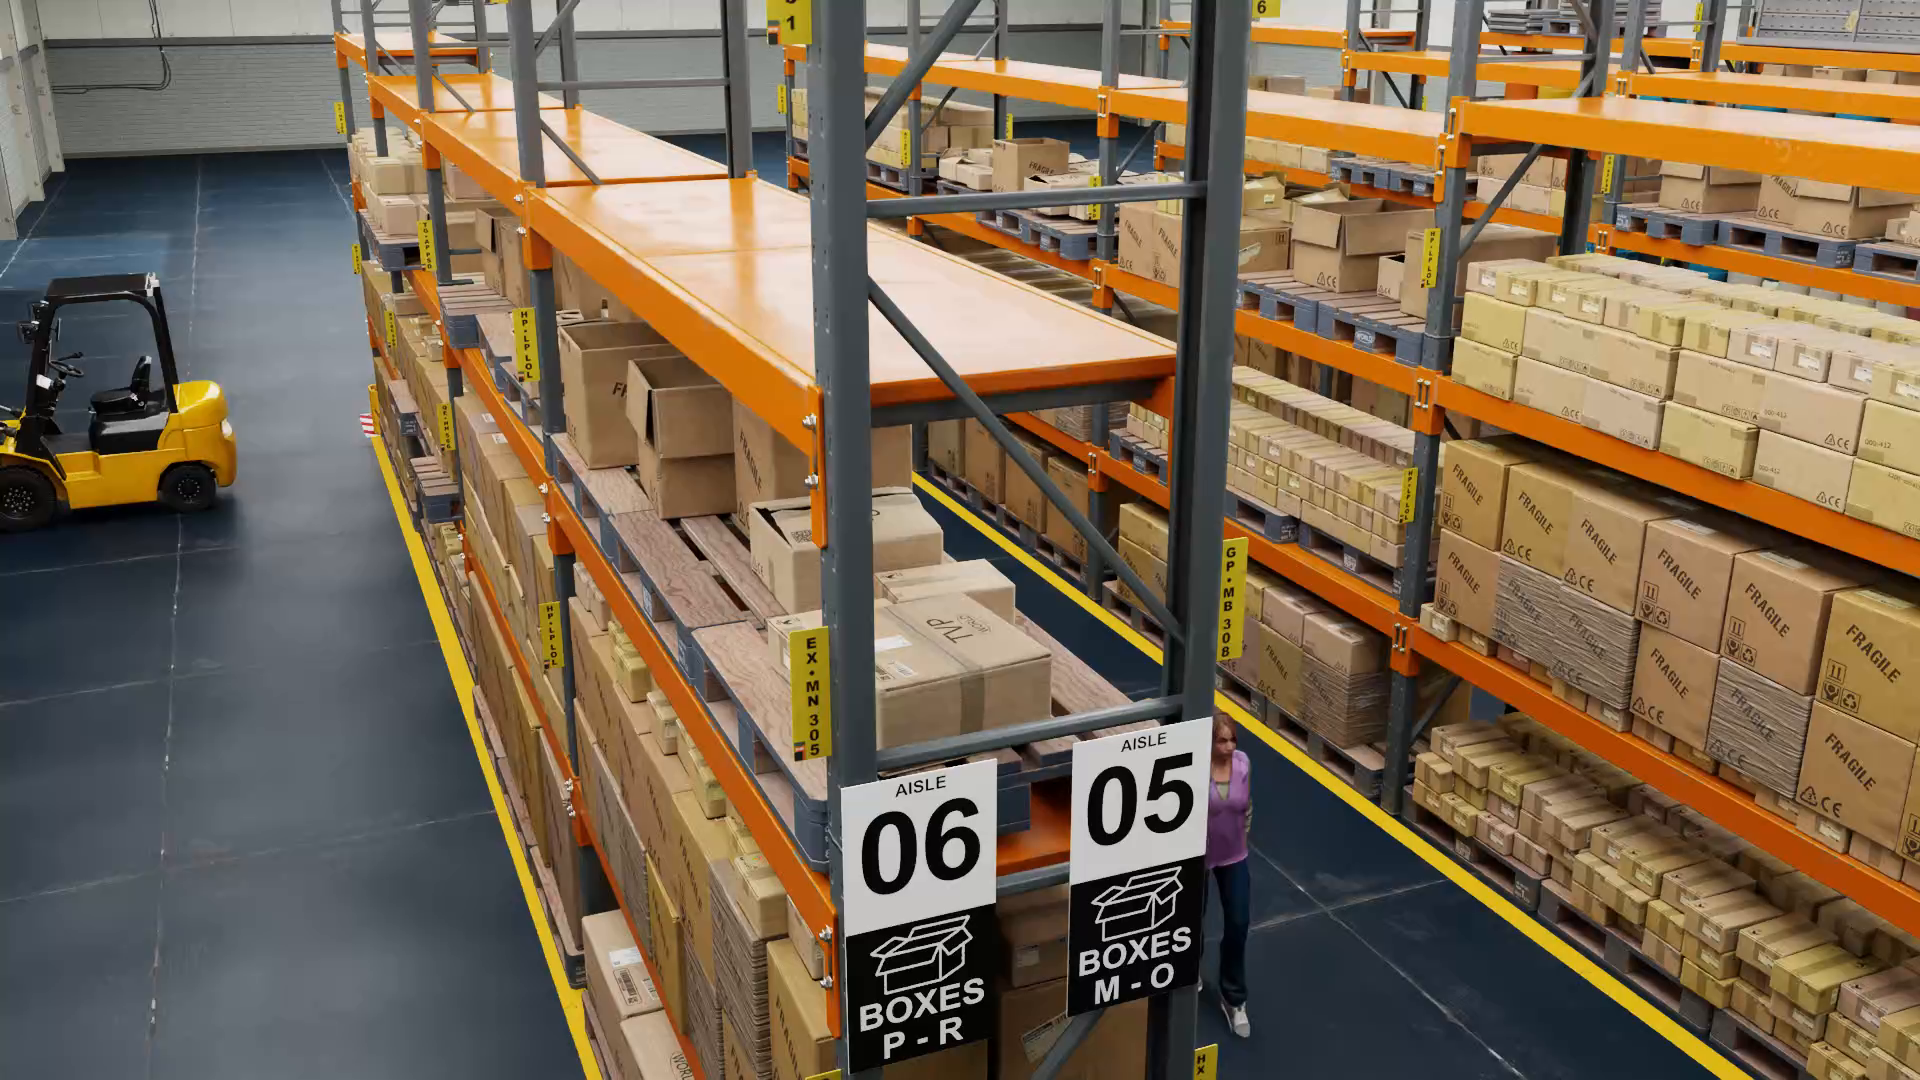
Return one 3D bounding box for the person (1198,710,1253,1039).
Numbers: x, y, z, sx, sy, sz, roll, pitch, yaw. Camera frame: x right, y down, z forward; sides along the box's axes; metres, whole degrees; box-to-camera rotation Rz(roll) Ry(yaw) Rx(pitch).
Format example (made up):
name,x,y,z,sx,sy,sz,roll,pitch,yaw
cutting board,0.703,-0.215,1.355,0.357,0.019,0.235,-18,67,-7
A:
name,x,y,z,sx,sy,sz,roll,pitch,yaw
person,1.246,1.613,8.199,0.433,1.635,0.630,-2,19,-6
